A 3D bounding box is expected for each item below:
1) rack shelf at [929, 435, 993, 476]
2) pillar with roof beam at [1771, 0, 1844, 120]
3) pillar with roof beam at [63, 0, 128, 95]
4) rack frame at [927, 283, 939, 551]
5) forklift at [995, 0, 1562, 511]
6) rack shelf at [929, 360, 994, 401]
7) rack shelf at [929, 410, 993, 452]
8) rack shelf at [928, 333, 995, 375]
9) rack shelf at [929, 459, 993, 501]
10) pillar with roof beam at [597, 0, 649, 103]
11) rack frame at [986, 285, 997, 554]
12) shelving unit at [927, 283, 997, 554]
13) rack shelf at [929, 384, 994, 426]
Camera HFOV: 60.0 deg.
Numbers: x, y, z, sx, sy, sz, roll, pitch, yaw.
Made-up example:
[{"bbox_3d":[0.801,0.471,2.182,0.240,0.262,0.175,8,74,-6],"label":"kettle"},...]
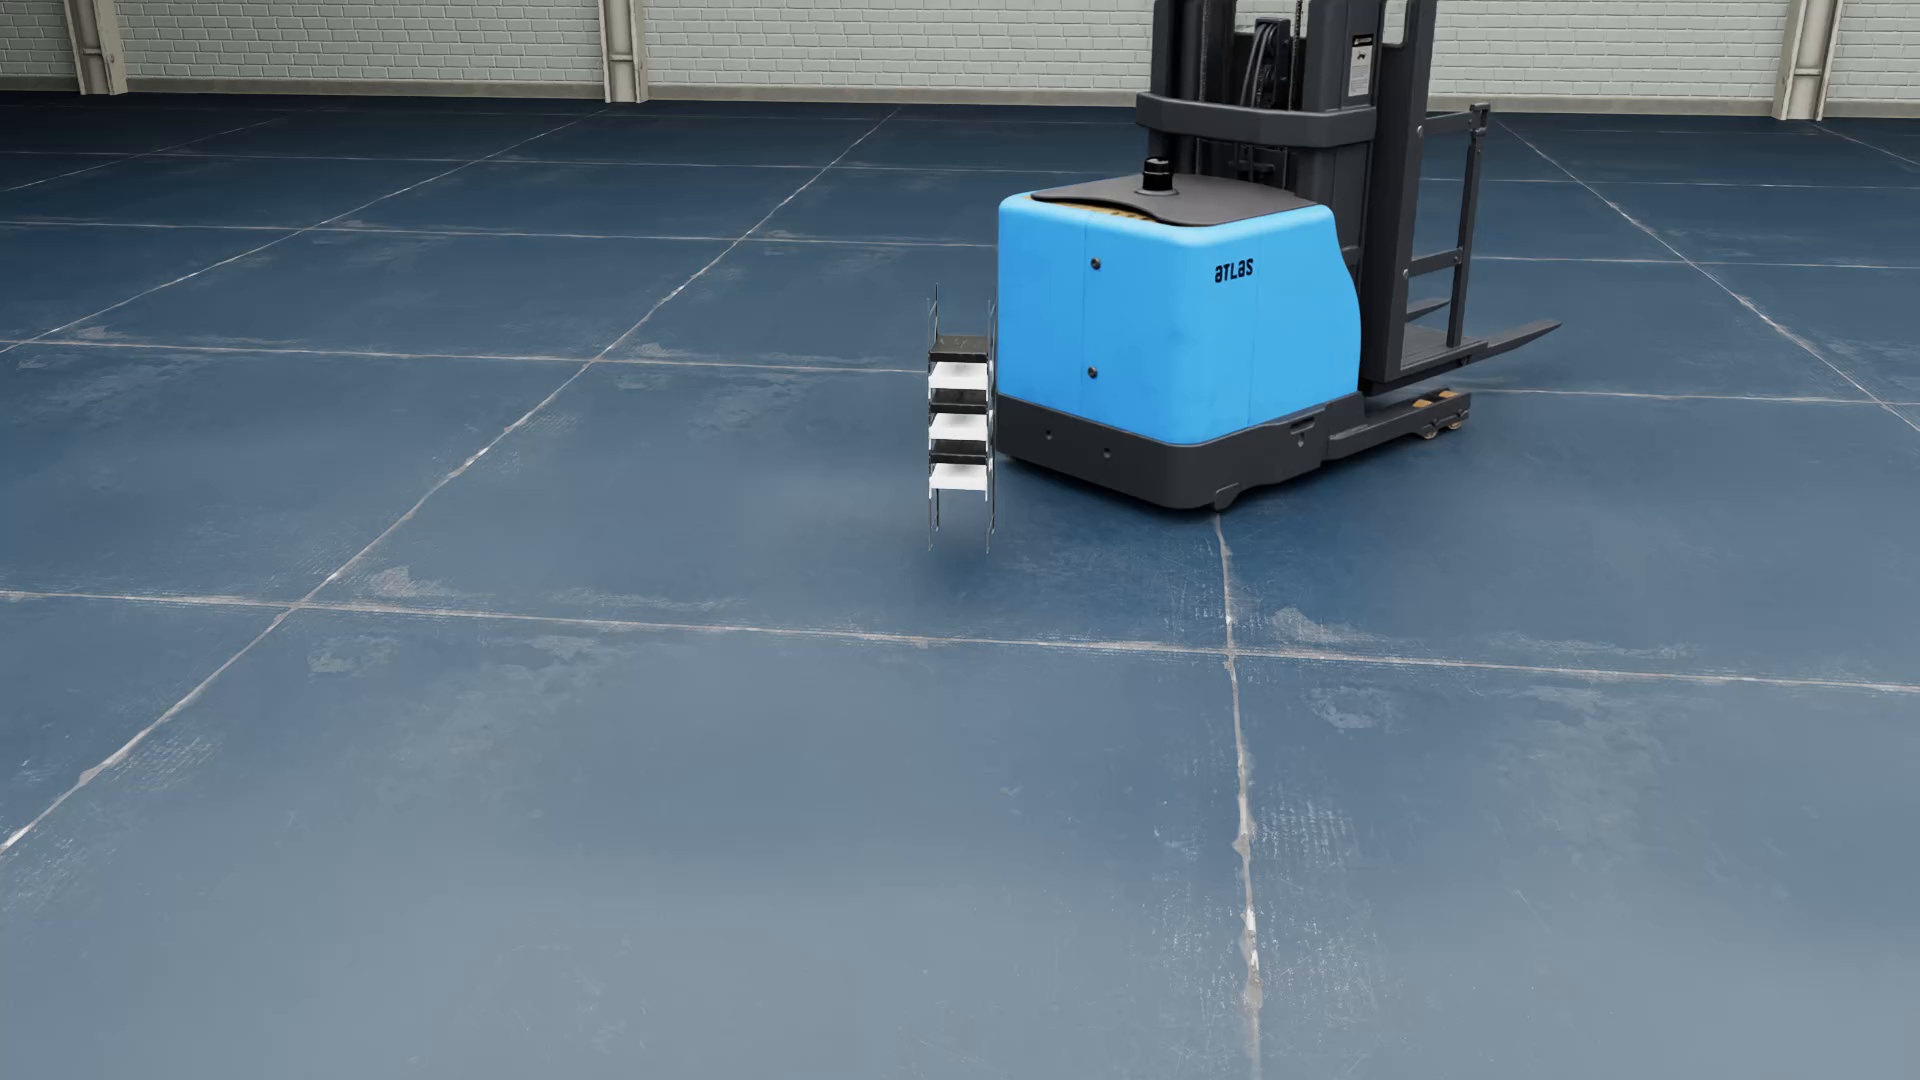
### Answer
[{"bbox_3d":[0.008,-0.303,5.819,0.200,0.077,0.258,2,22,6],"label":"rack shelf"},{"bbox_3d":[7.829,-6.822,10.956,0.400,9.000,9.100,2,22,6],"label":"pillar with roof beam"},{"bbox_3d":[-10.046,-7.601,12.926,0.400,9.000,9.100,2,22,6],"label":"pillar with roof beam"},{"bbox_3d":[-0.093,-0.423,5.785,0.006,0.900,0.240,2,22,6],"label":"rack frame"},{"bbox_3d":[1.555,-1.912,6.790,3.031,2.935,1.130,-19,28,-39],"label":"forklift"},{"bbox_3d":[0.008,-0.555,5.720,0.200,0.077,0.258,2,22,6],"label":"rack shelf"},{"bbox_3d":[0.008,-0.387,5.786,0.200,0.077,0.258,2,22,6],"label":"rack shelf"},{"bbox_3d":[0.008,-0.638,5.686,0.200,0.077,0.258,2,22,6],"label":"rack shelf"},{"bbox_3d":[0.008,-0.220,5.852,0.200,0.077,0.258,2,22,6],"label":"rack shelf"},{"bbox_3d":[-4.087,-7.341,12.269,0.400,9.000,9.100,2,22,6],"label":"pillar with roof beam"},{"bbox_3d":[0.109,-0.414,5.762,0.006,0.900,0.240,2,22,6],"label":"rack frame"},{"bbox_3d":[0.008,-0.418,5.773,0.210,0.900,0.258,2,22,6],"label":"shelving unit"},{"bbox_3d":[0.008,-0.471,5.753,0.200,0.077,0.258,2,22,6],"label":"rack shelf"}]
